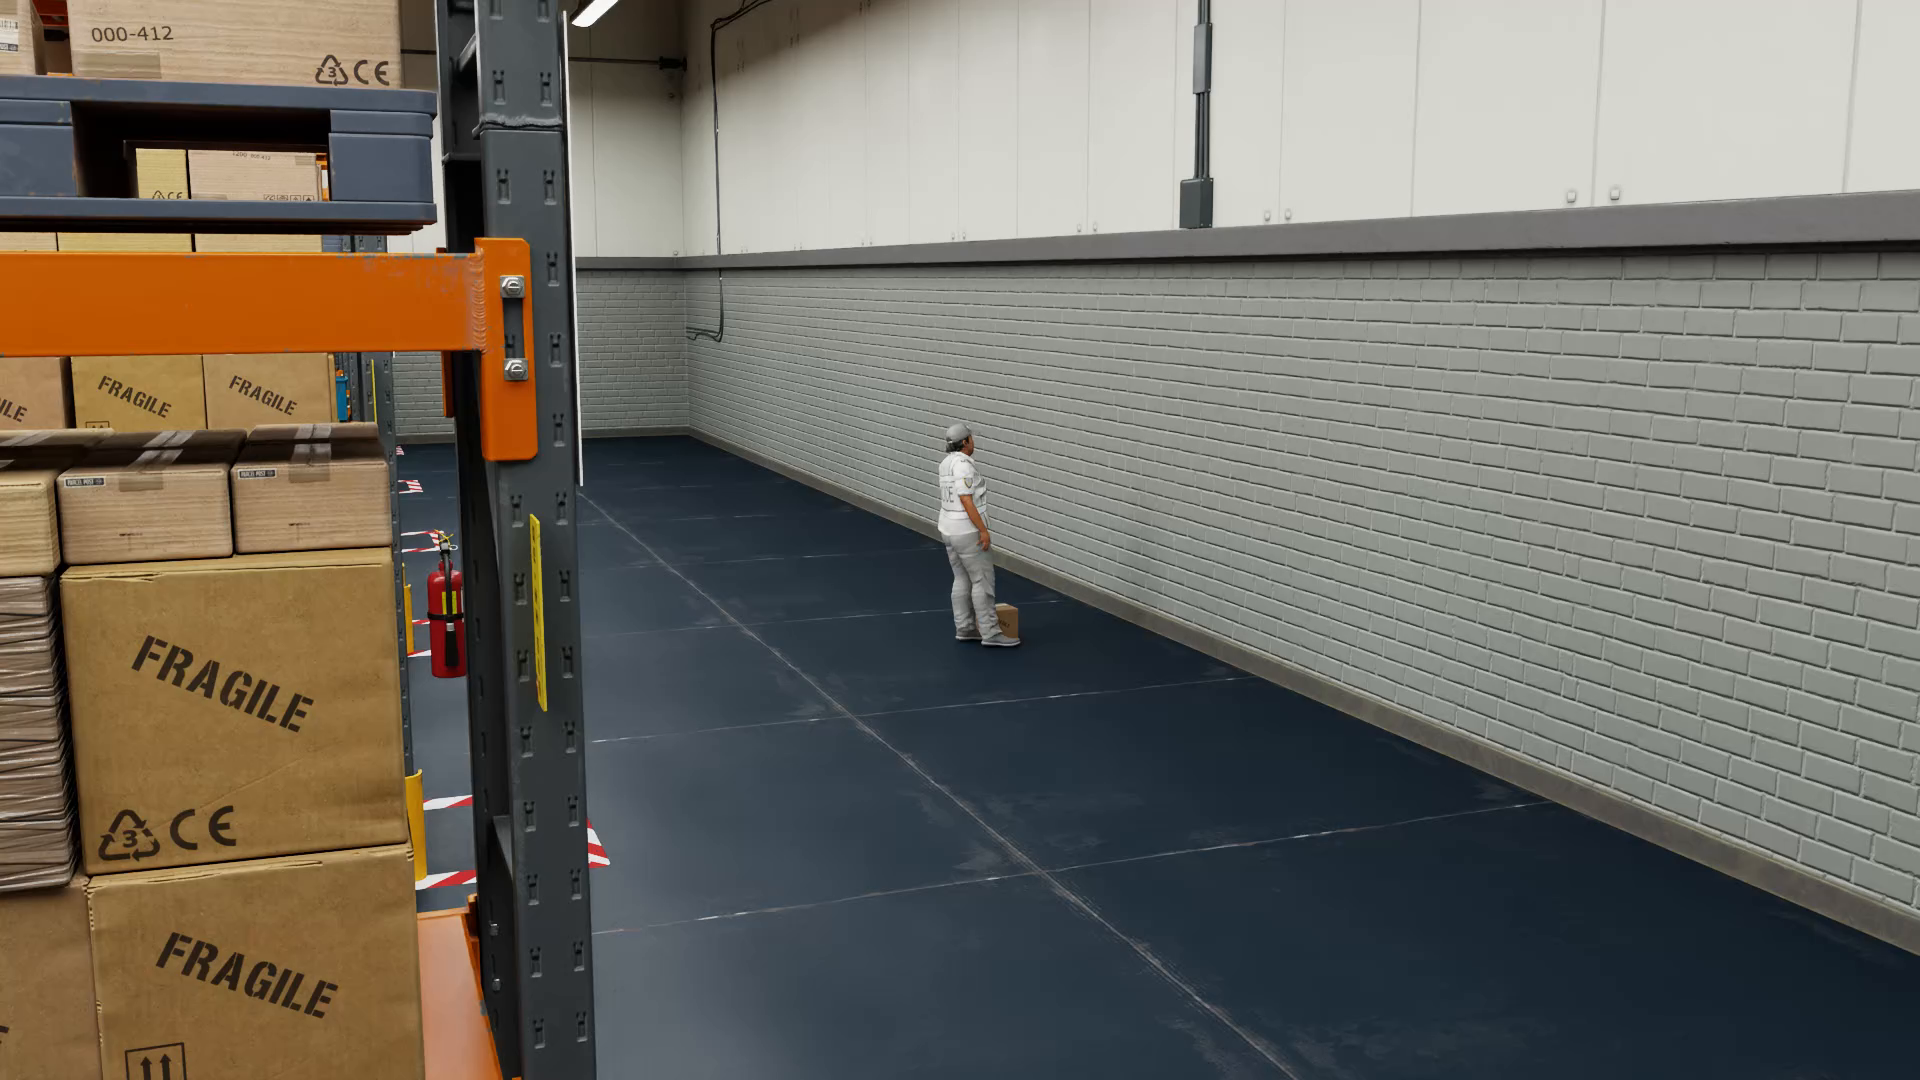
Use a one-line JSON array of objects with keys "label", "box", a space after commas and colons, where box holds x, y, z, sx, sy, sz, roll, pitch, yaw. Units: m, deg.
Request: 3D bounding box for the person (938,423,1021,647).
[{"label": "person", "box": [0.124, -0.051, 12.611, 0.529, 1.670, 0.598, -3, 10, -21]}]
